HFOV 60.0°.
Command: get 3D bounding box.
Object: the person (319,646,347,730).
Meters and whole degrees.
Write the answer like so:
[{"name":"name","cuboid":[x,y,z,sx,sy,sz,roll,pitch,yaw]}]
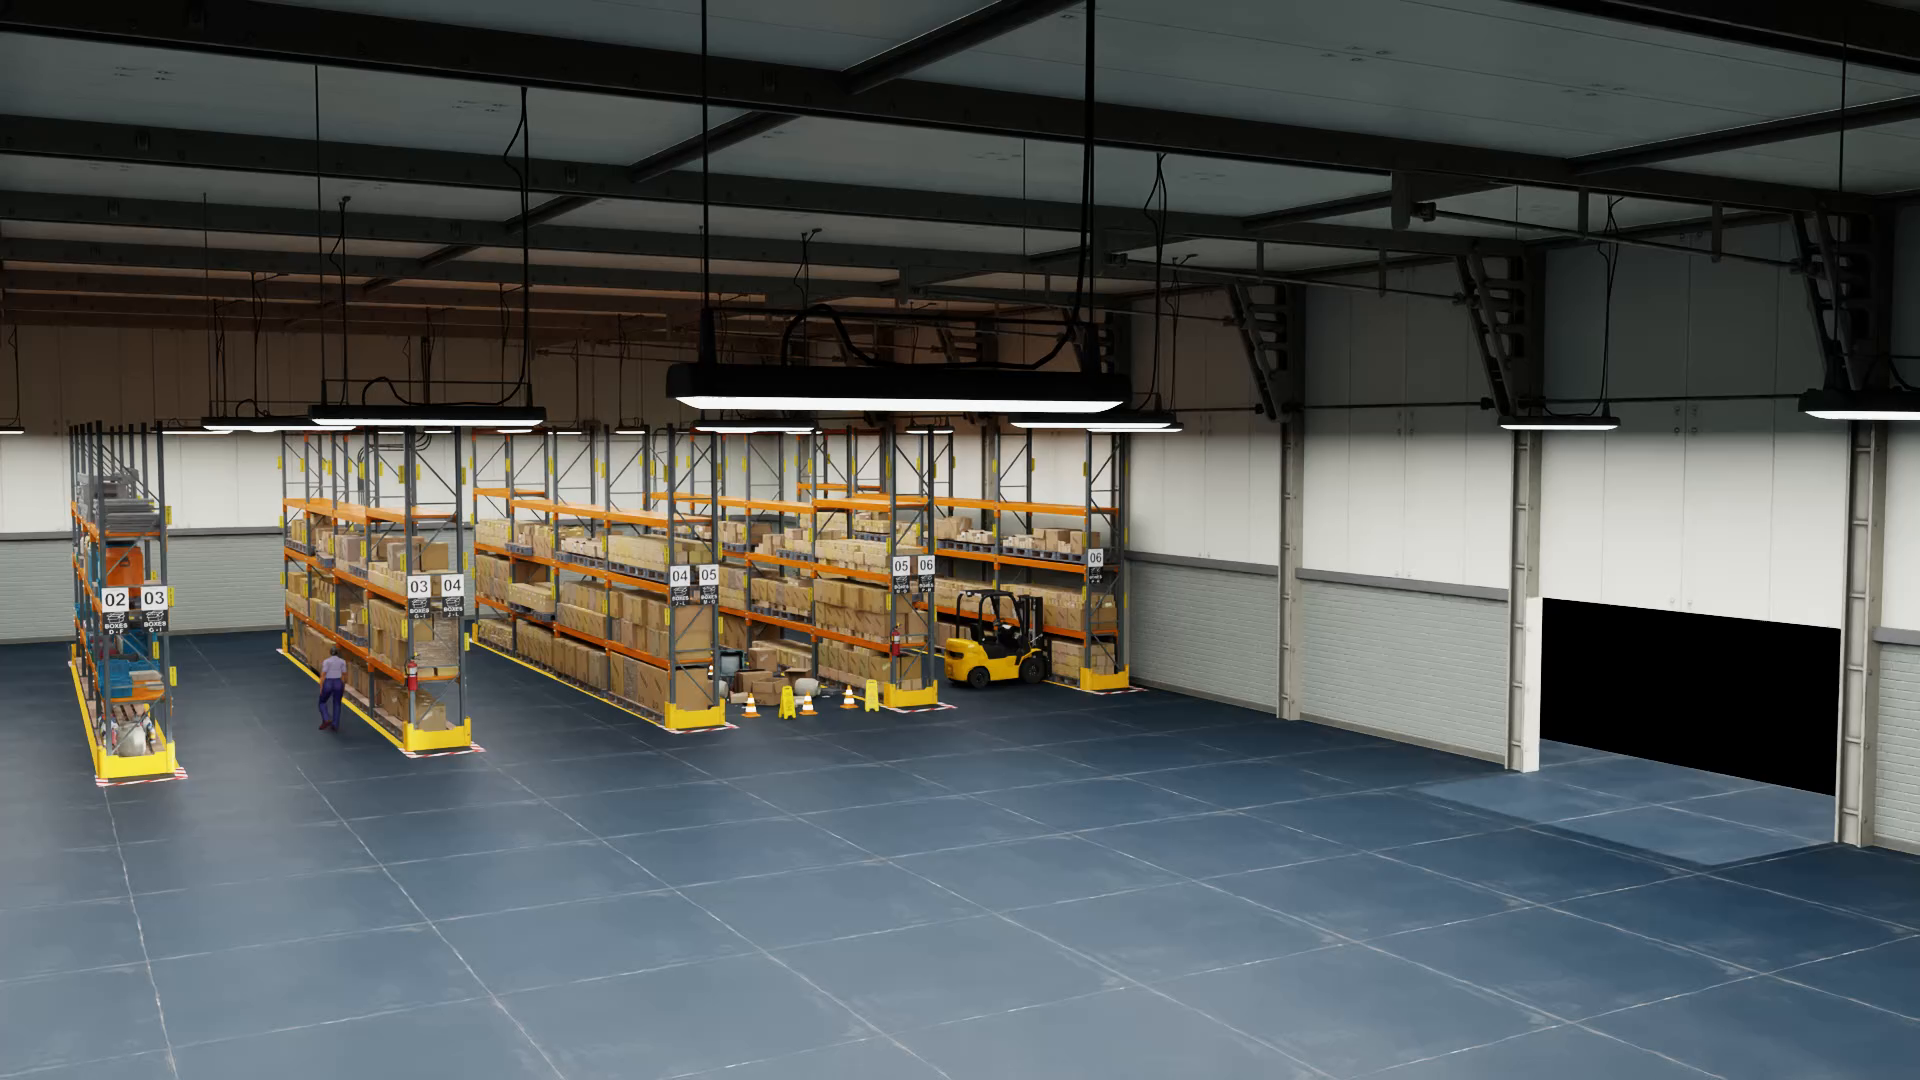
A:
[{"name":"person","cuboid":[-12.255,2.887,32.464,0.551,1.648,0.417,-2,4,-31]}]
